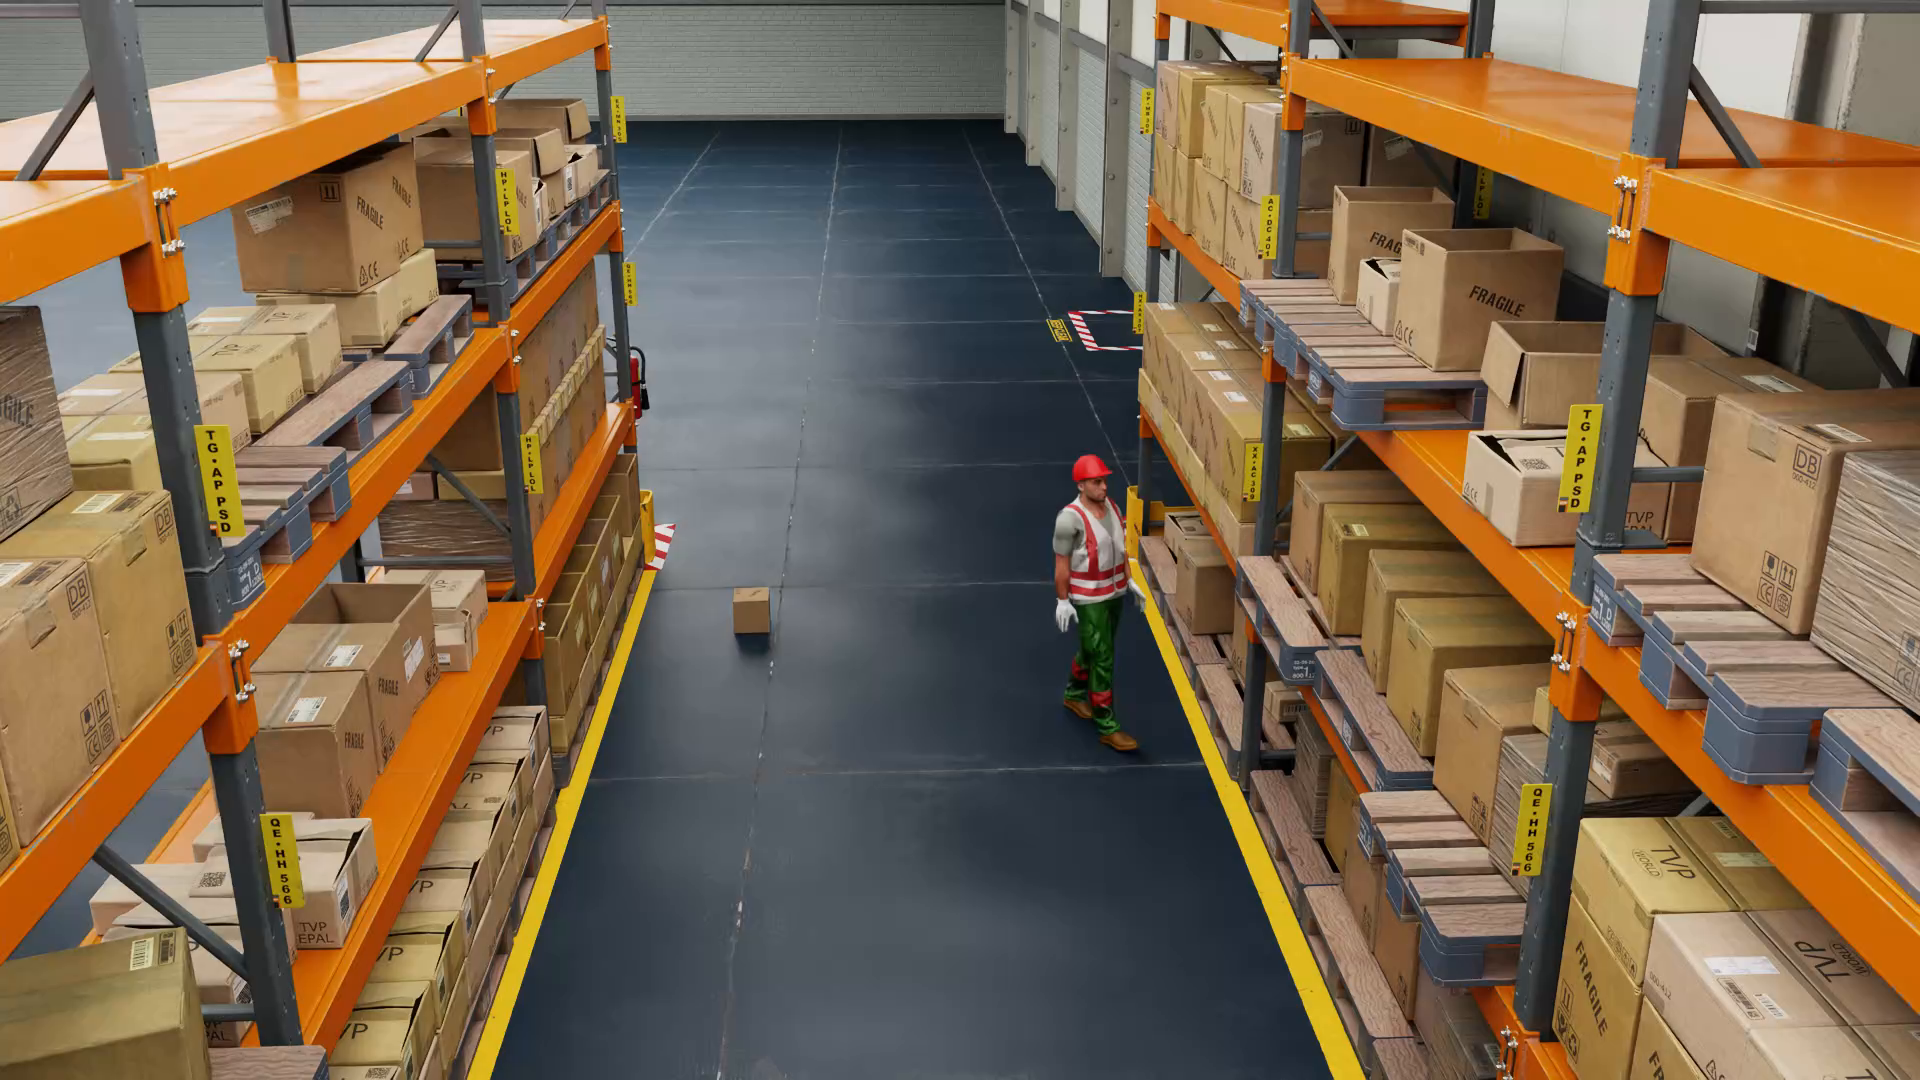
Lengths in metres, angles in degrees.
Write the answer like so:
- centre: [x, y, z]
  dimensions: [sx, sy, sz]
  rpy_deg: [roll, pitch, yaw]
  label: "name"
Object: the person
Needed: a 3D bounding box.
- centre: [0.887, 0.358, 10.098]
  dimensions: [0.755, 1.779, 0.544]
  rpy_deg: [18, 27, 40]
  label: "person"
